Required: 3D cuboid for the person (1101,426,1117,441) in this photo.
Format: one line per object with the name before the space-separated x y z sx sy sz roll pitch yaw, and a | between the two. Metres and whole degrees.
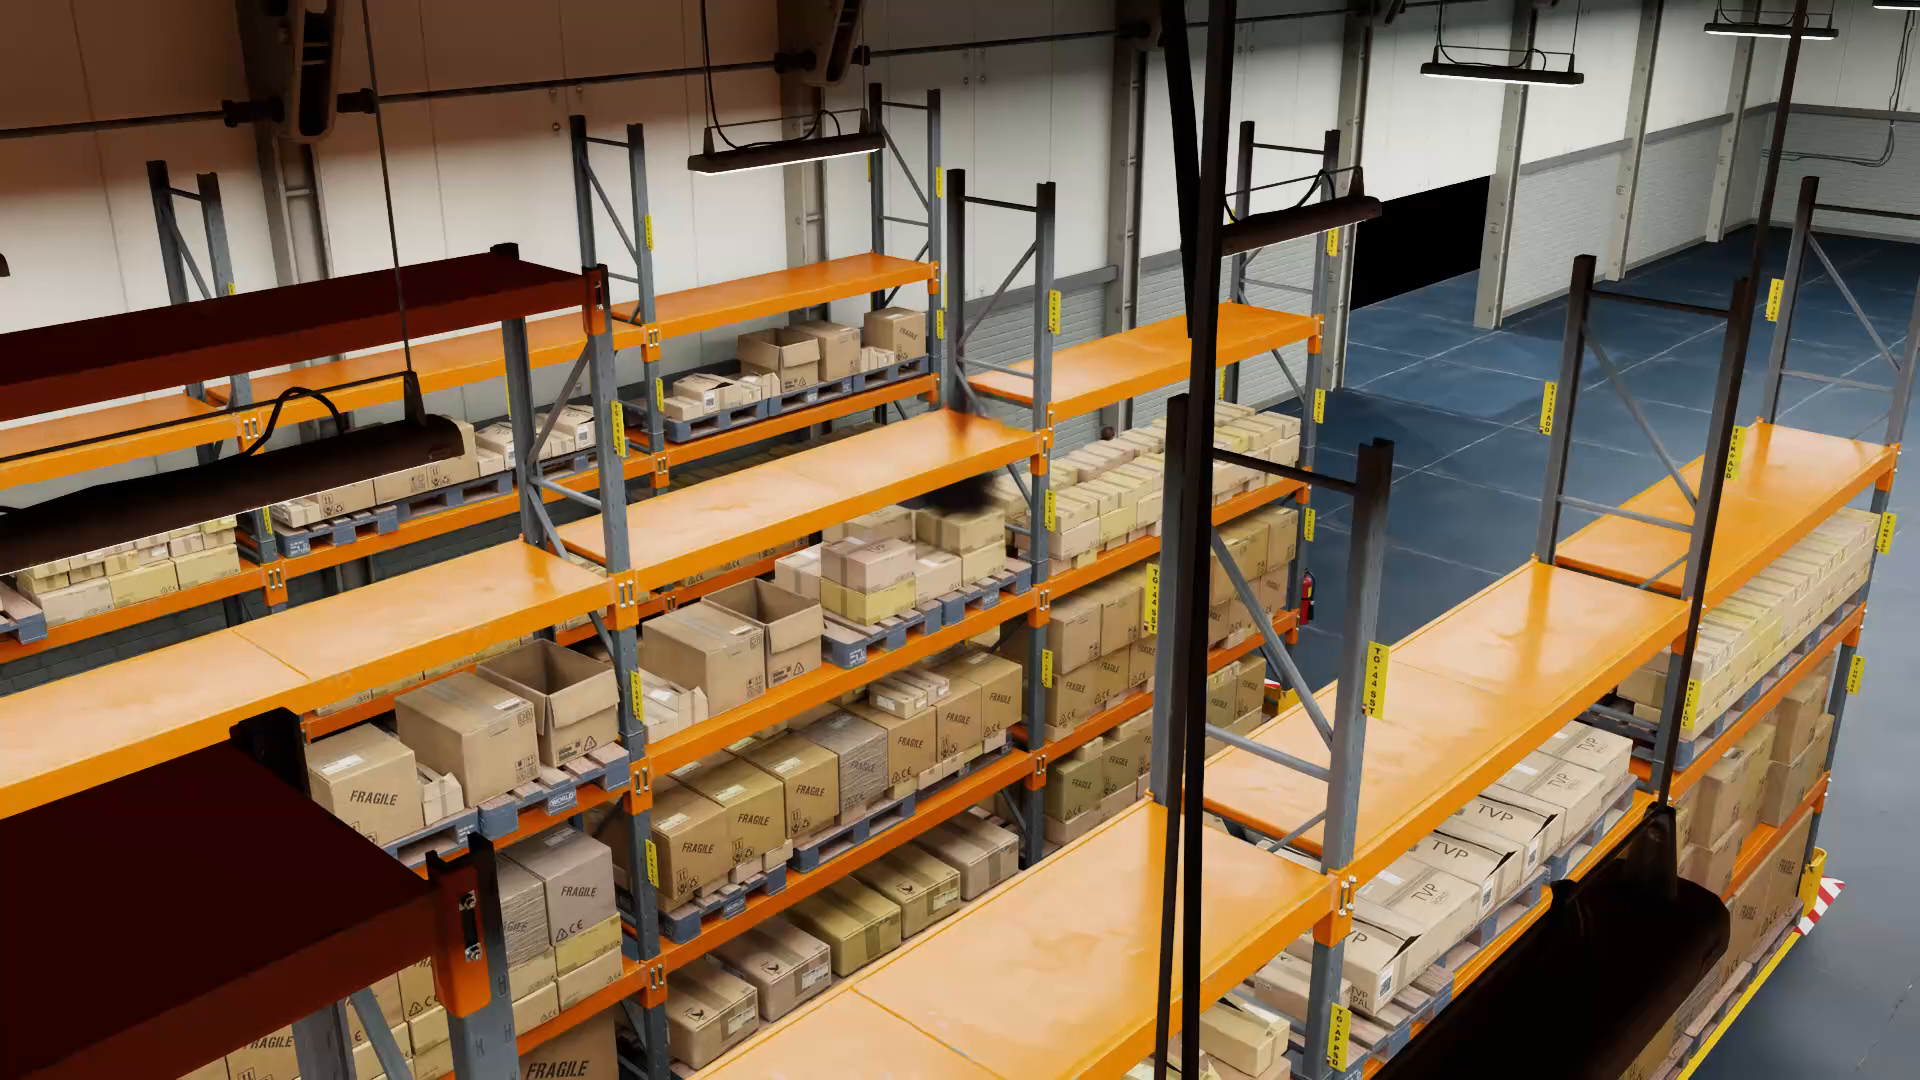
person | 1.909 -0.654 21.318 0.972 1.649 0.614 -13 25 -30
